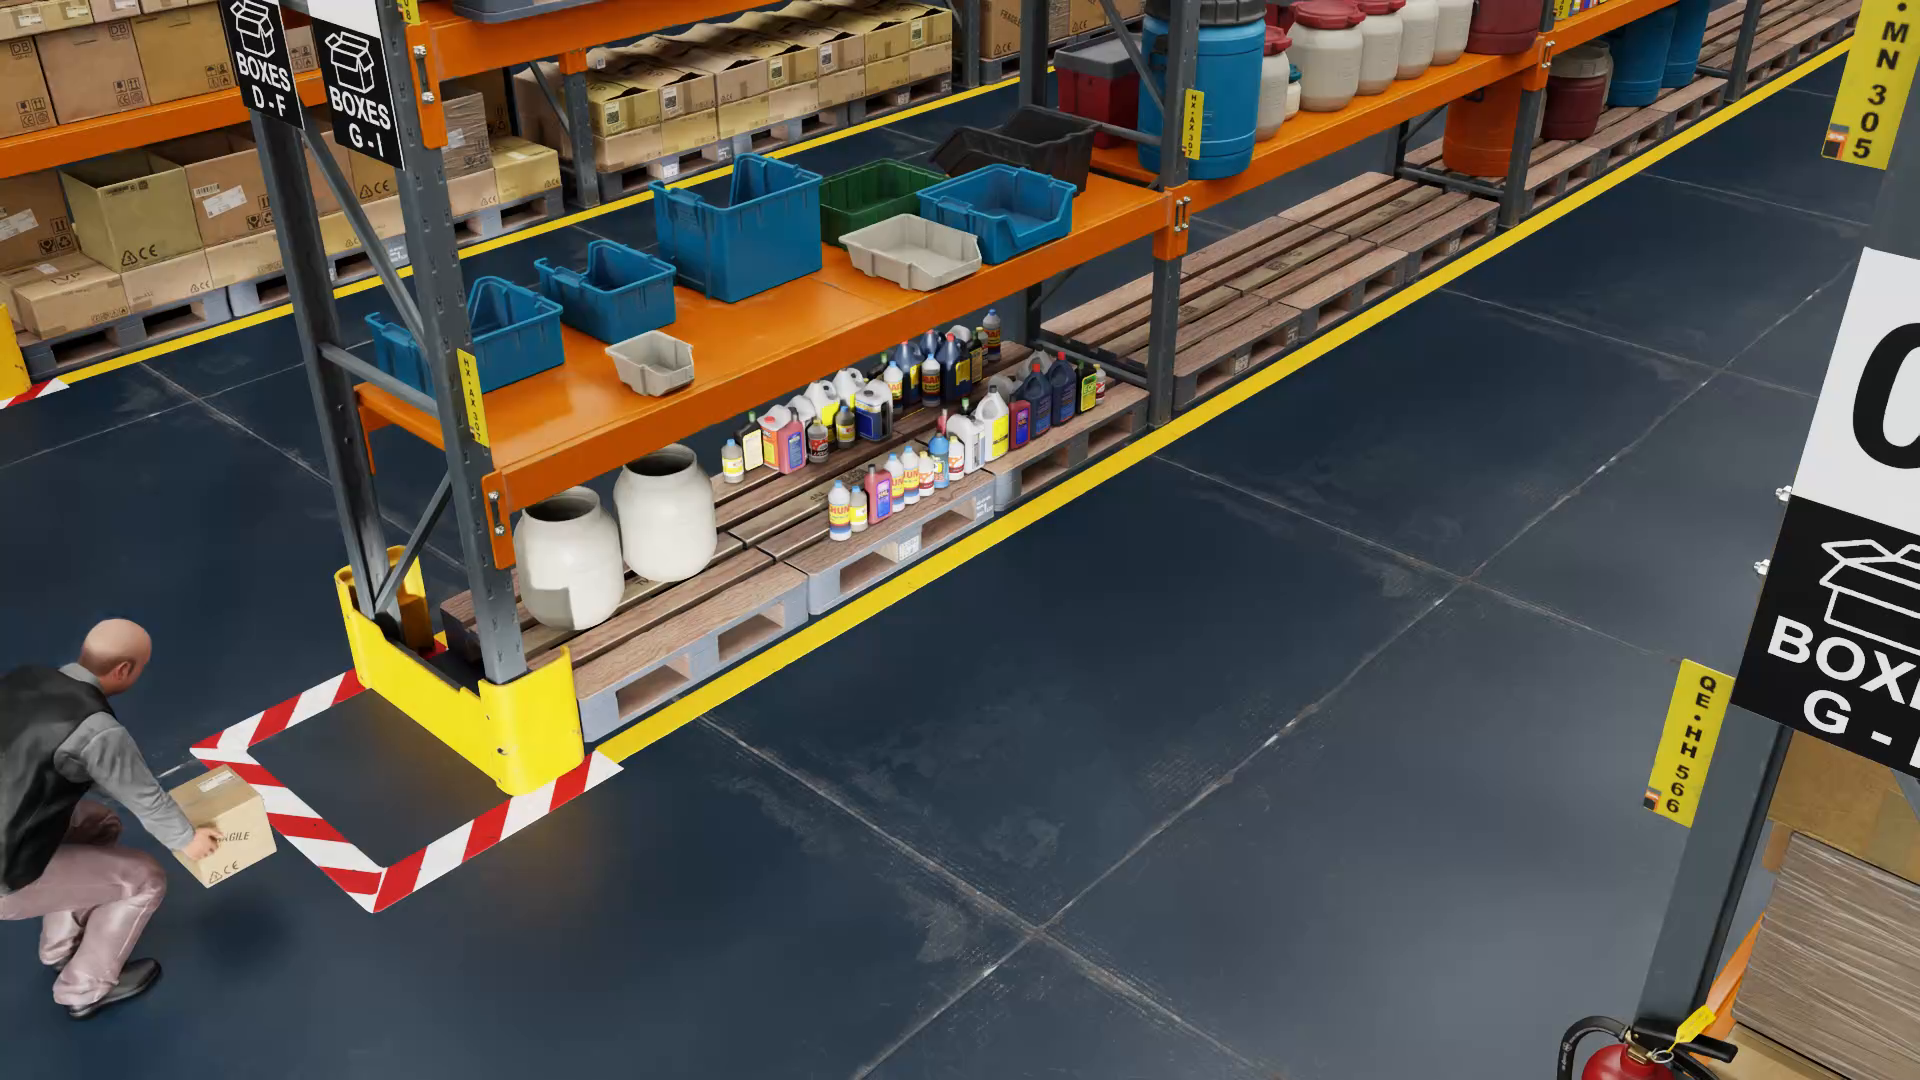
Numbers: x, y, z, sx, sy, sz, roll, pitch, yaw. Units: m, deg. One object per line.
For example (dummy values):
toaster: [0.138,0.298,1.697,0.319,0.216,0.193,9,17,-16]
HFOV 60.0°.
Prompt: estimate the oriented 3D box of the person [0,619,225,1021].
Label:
person: [-2.815,0.881,5.228,0.575,1.179,0.806,25,39,35]
